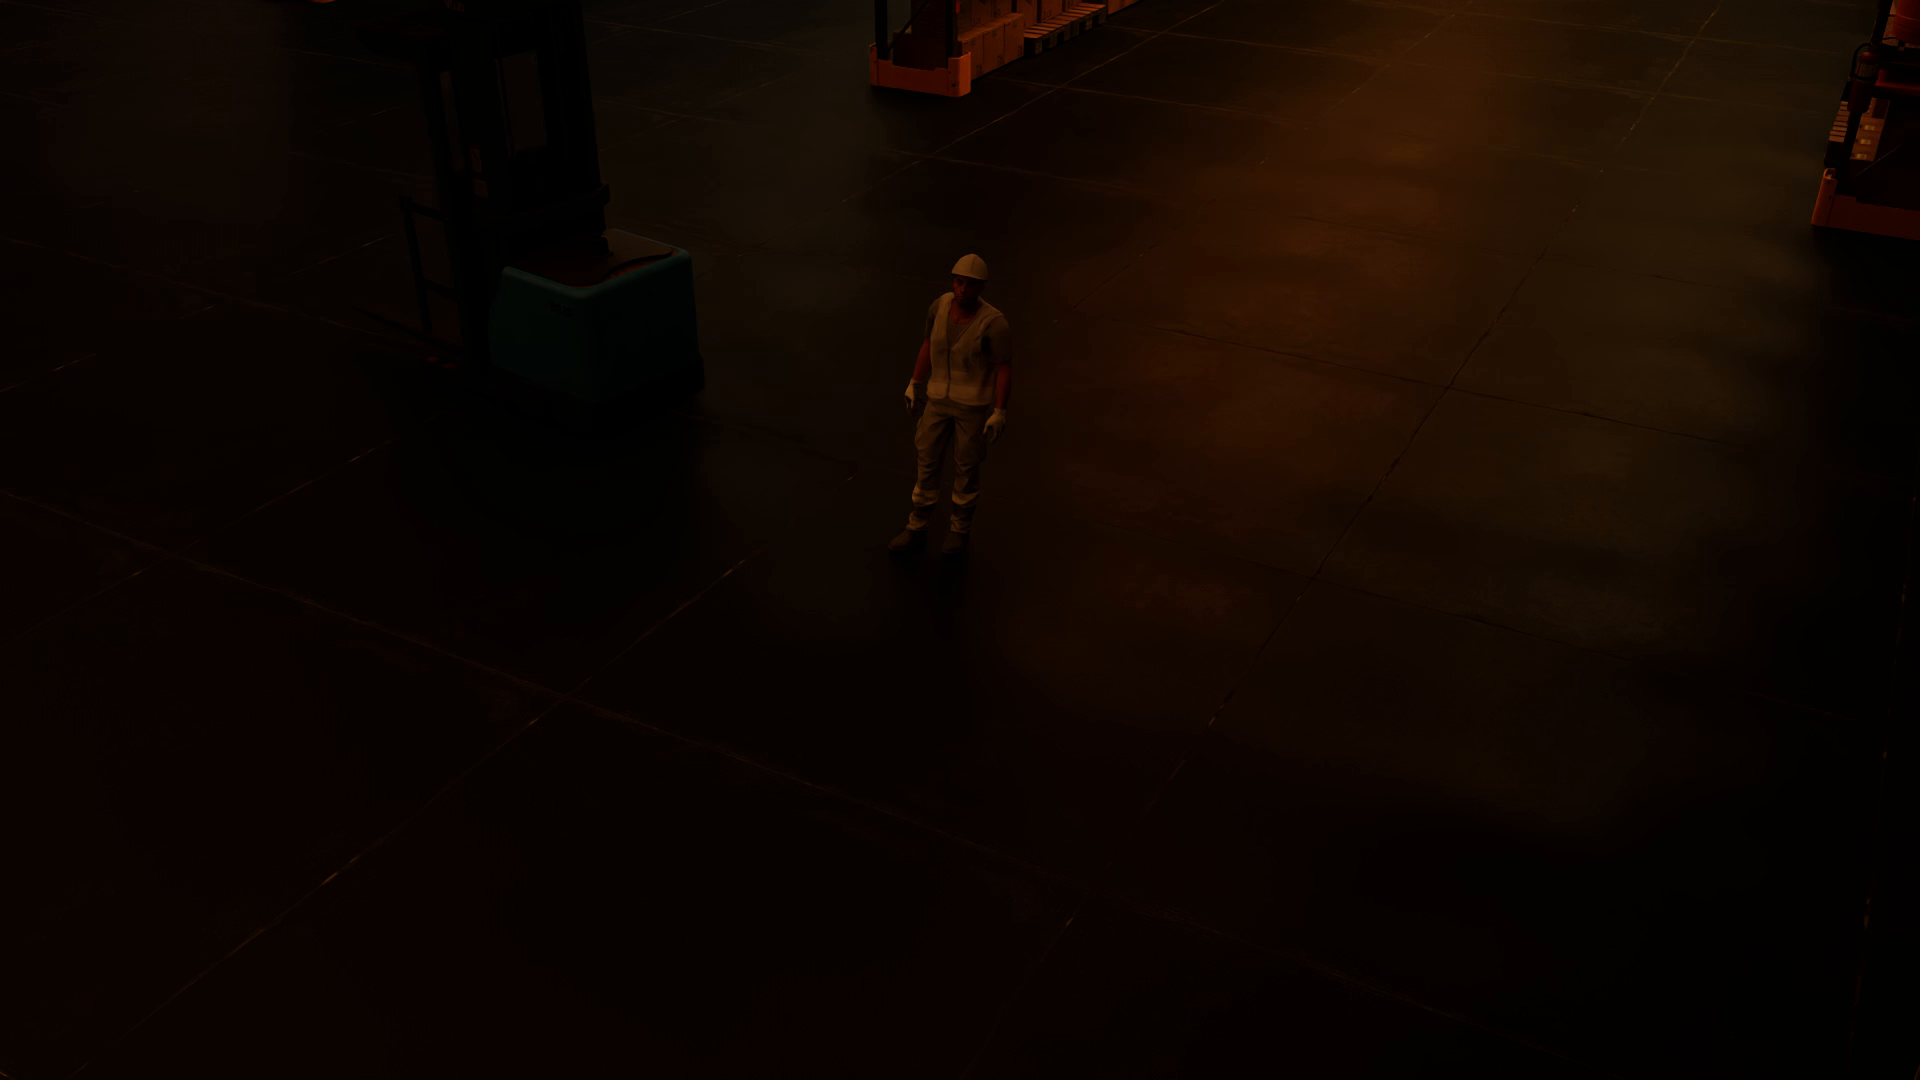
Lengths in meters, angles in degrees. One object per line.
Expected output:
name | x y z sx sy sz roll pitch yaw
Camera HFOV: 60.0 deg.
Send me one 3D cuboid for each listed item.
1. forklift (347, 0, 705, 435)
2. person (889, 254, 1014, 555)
forklift | -3.278 -2.556 11.500 3.031 2.935 1.130 21 36 32
person | -0.049 -0.749 9.497 0.637 1.787 0.564 15 33 25
